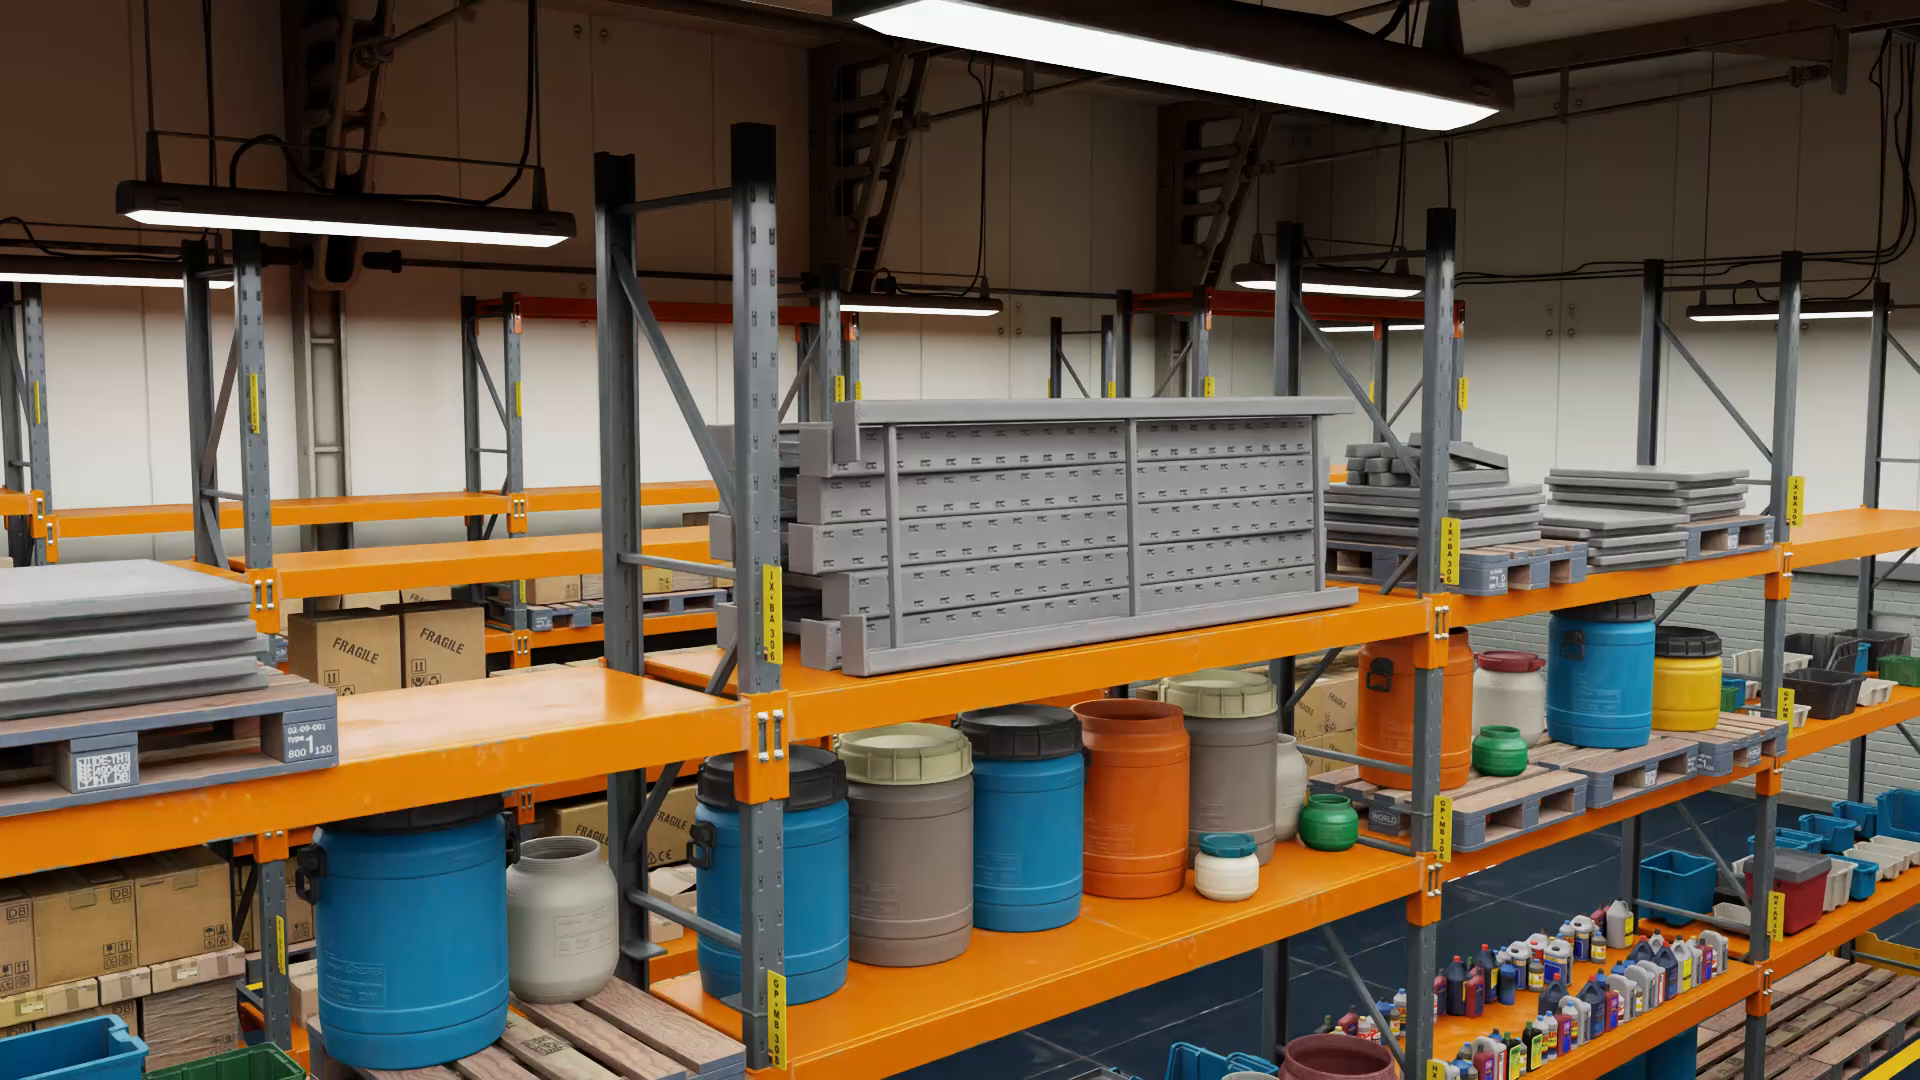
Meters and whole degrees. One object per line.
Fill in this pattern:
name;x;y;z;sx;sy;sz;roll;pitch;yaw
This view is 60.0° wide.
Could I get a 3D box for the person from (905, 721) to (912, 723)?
person;-0.645;2.652;17.307;1.021;1.753;0.621;-1;5;-9
